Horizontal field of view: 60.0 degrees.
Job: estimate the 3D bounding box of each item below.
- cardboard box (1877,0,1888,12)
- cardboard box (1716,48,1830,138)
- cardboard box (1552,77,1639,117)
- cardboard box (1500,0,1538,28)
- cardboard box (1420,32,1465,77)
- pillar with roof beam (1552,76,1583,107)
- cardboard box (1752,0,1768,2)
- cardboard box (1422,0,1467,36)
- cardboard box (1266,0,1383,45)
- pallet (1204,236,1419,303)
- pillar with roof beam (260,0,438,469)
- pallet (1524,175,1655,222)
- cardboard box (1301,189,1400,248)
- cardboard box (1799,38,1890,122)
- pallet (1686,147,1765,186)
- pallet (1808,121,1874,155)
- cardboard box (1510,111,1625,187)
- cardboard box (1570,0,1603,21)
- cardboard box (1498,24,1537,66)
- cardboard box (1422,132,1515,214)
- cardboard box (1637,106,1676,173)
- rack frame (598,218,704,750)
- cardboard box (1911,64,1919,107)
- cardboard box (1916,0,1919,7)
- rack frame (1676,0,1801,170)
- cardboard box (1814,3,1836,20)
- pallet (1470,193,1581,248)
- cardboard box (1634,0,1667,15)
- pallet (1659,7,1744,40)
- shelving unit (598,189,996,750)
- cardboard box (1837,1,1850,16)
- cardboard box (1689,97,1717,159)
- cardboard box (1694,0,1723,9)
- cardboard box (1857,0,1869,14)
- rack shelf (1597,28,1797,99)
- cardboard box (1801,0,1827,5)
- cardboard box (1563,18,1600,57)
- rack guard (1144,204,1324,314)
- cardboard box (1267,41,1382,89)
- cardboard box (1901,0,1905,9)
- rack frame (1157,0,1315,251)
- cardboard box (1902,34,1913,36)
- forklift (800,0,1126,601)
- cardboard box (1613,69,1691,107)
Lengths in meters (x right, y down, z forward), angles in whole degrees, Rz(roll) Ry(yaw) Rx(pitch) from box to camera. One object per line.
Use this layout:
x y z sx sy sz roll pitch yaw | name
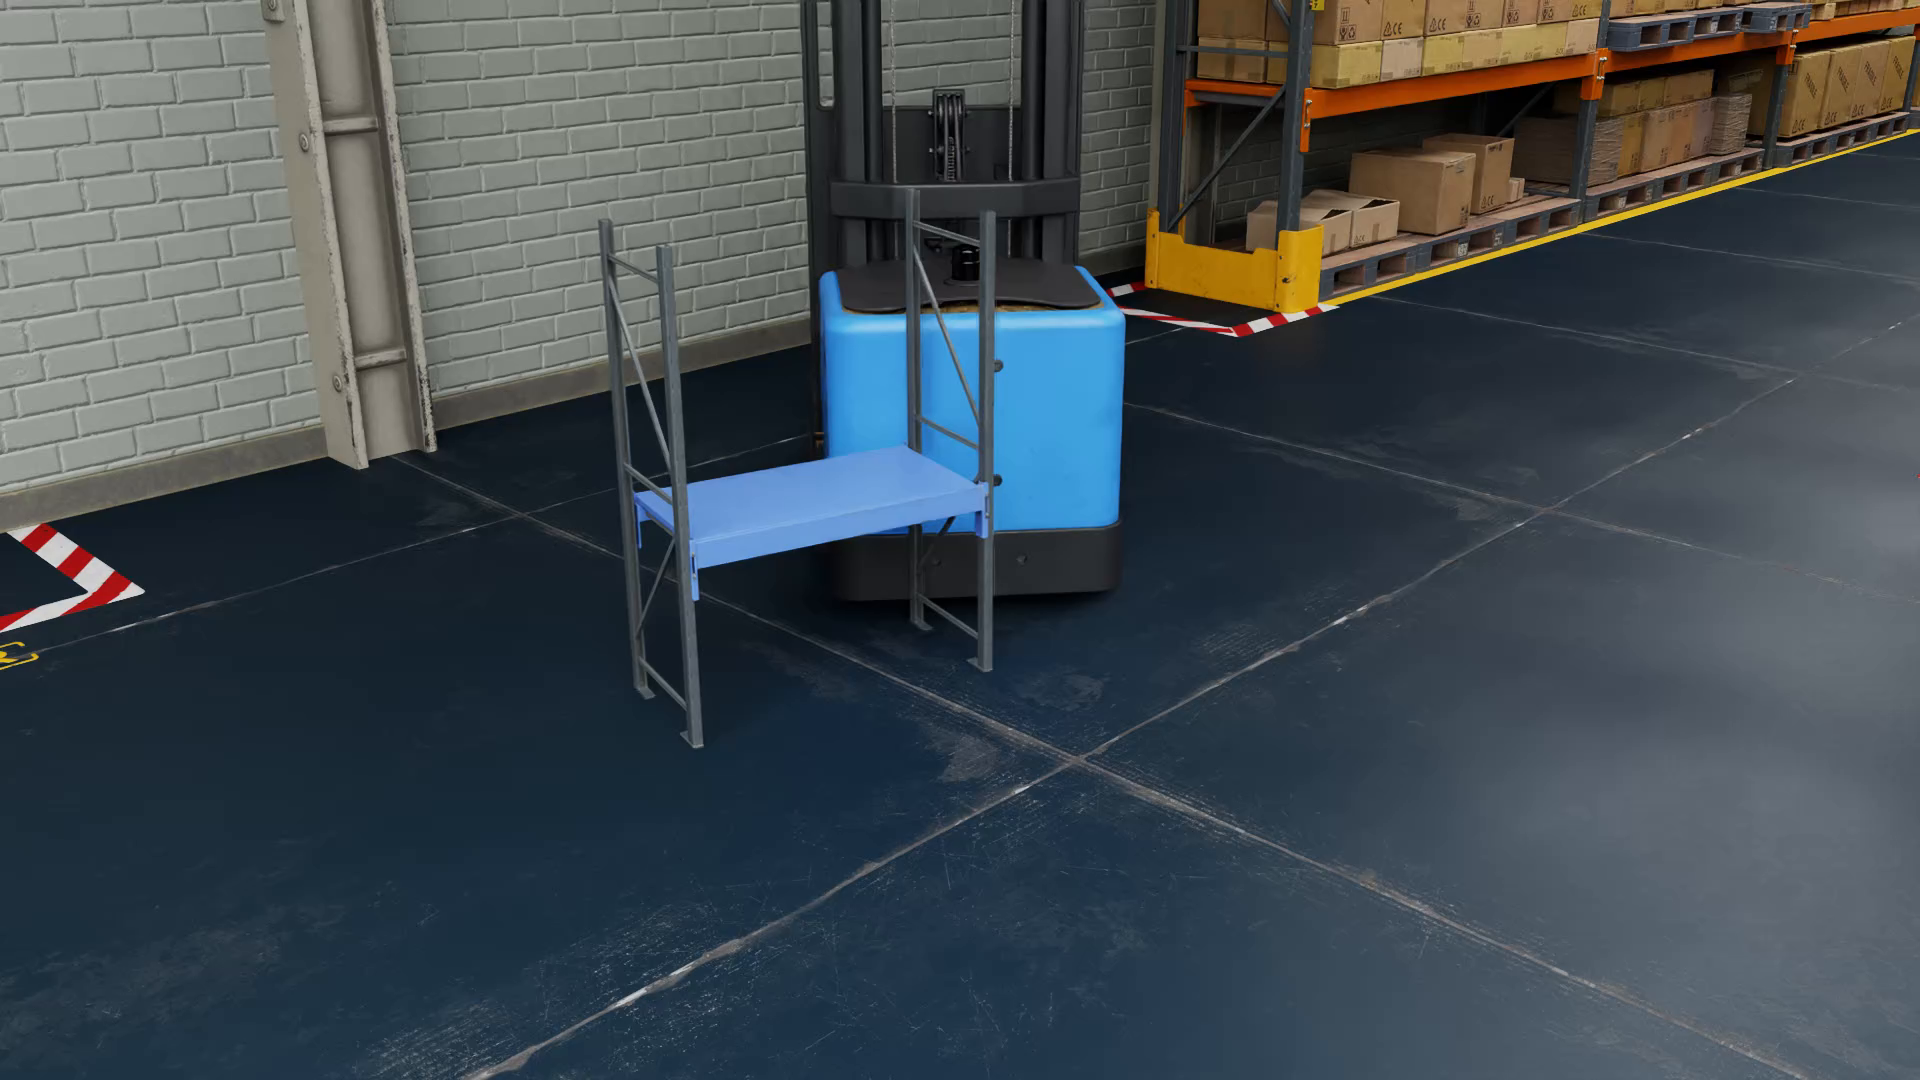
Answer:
9.274 -5.512 17.057 0.380 0.149 0.250 19 28 41 | cardboard box
7.856 -4.353 16.131 0.750 0.750 0.750 19 28 40 | cardboard box
5.265 -3.672 13.774 0.500 0.250 0.500 19 28 40 | cardboard box
3.647 -3.810 11.443 0.500 0.500 0.500 18 28 39 | cardboard box
2.948 -3.200 10.900 0.500 0.250 0.500 19 28 40 | cardboard box
8.807 -6.610 11.228 9.100 9.000 0.400 19 28 41 | pillar with roof beam
6.928 -5.133 14.996 0.700 0.500 0.500 15 26 35 | cardboard box
2.934 -3.541 10.742 0.500 0.500 0.500 18 27 39 | cardboard box
2.217 -3.285 10.076 0.500 0.500 0.500 19 28 41 | cardboard box
2.313 -1.866 11.135 1.003 0.211 1.213 19 28 41 | pallet
0.436 -3.525 3.203 9.100 9.000 0.400 19 28 41 | pillar with roof beam
5.001 -2.875 13.761 1.003 0.211 1.213 19 28 41 | pallet
2.613 -2.200 11.253 0.500 0.311 0.500 -17 27 -38 | cardboard box
9.061 -4.796 17.284 0.750 0.750 0.750 -19 28 -40 | cardboard box
6.703 -3.502 15.393 1.003 0.211 1.213 19 28 41 | pallet
8.704 -4.199 17.204 1.003 0.211 1.213 19 28 41 | pallet
4.960 -3.208 13.611 0.500 0.500 0.700 -19 28 -40 | cardboard box
4.350 -4.067 12.110 0.500 0.500 0.500 19 28 41 | cardboard box
3.652 -3.459 11.574 0.500 0.250 0.500 19 28 40 | cardboard box
3.763 -2.738 12.388 0.500 0.500 0.500 17 27 37 | cardboard box
5.670 -3.475 14.305 0.700 0.500 0.500 20 28 41 | cardboard box
-0.907 -0.155 4.887 0.032 1.500 0.500 -12 24 -29 | rack frame
10.635 -5.229 18.896 0.700 0.500 0.500 20 29 41 | cardboard box
10.007 -5.767 17.720 0.380 0.149 0.250 20 28 41 | cardboard box
7.249 -5.005 15.414 1.000 3.000 0.127 19 28 41 | rack frame
8.073 -5.033 15.810 0.250 0.149 0.380 -19 28 -40 | cardboard box
4.016 -2.493 12.767 1.003 0.211 1.213 19 28 41 | pallet
5.233 -4.492 13.329 0.500 0.500 0.700 -17 27 -37 | cardboard box
5.898 -4.396 14.098 1.003 0.211 1.213 19 28 41 | pallet
-0.471 -0.249 5.131 1.048 1.500 0.538 -12 24 -29 | shelving unit
8.522 -5.261 16.403 0.250 0.149 0.380 -20 28 -41 | cardboard box
6.342 -3.742 14.999 0.700 0.500 0.500 19 28 41 | cardboard box
6.075 -4.807 14.149 0.700 0.500 0.500 19 28 41 | cardboard box
8.895 -5.386 16.729 0.250 0.149 0.380 -19 28 -40 | cardboard box
5.854 -4.155 14.205 1.077 0.370 4.000 19 28 41 | rack shelf
7.771 -5.260 15.497 0.500 0.500 0.500 -19 28 -40 | cardboard box
4.345 -3.718 12.248 0.500 0.250 0.500 19 28 41 | cardboard box
1.721 -1.801 10.563 1.175 0.500 0.348 19 28 41 | rack guard
2.236 -2.933 10.207 0.500 0.250 0.500 18 28 39 | cardboard box
9.635 -5.641 17.392 0.250 0.149 0.380 -19 28 -40 | cardboard box
1.668 -2.948 10.064 1.000 3.000 0.127 19 28 41 | rack frame
11.474 -5.944 19.852 0.380 0.149 0.250 20 28 41 | cardboard box
-0.094 -1.642 6.761 1.130 2.935 3.031 -2 21 -6 | forklift
5.986 -3.931 14.446 0.500 0.250 0.500 19 28 40 | cardboard box
